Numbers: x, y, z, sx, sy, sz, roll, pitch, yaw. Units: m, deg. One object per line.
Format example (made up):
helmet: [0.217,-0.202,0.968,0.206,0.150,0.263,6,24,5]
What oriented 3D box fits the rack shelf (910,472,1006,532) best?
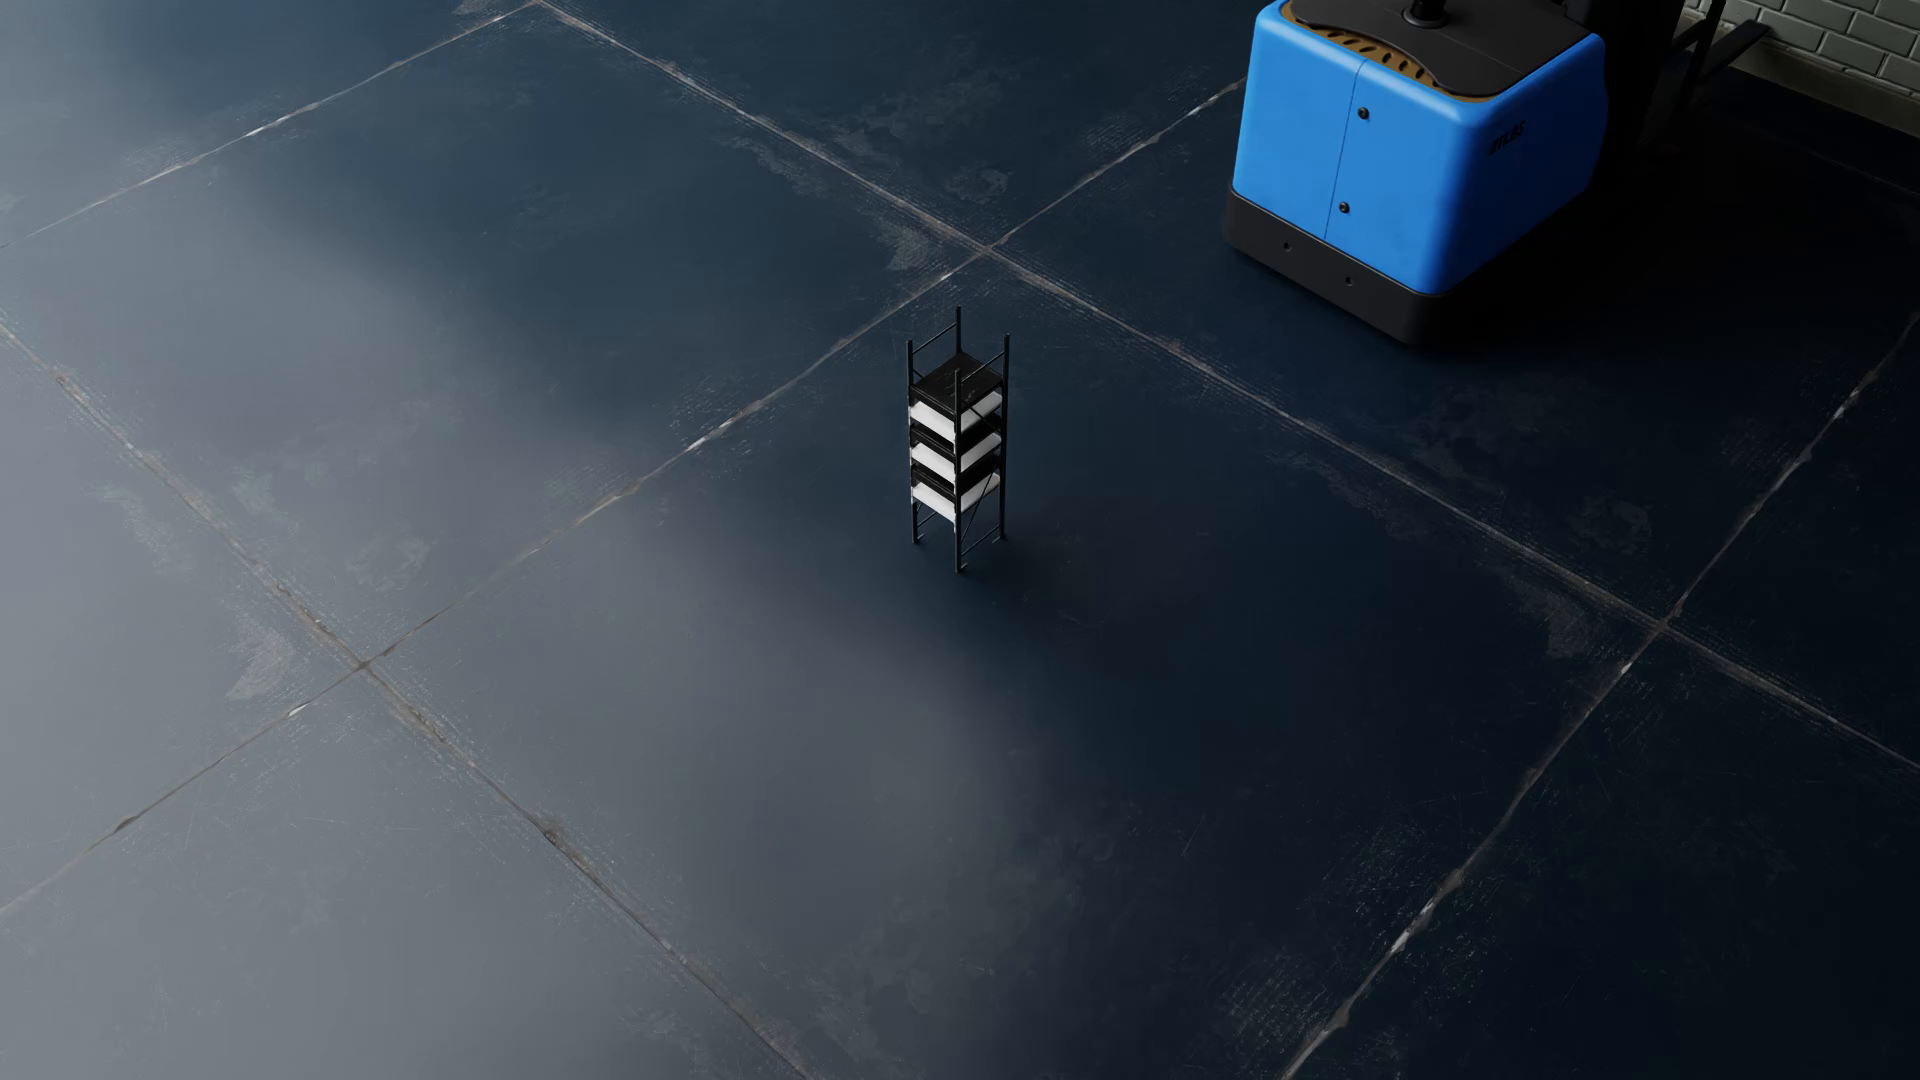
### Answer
rack shelf: [-0.006,-0.166,5.581,0.200,0.077,0.258,34,55,28]

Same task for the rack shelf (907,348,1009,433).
rack shelf: [-0.006,-0.474,5.253,0.200,0.077,0.258,34,55,28]

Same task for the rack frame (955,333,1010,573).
rack frame: [0.069,-0.262,5.379,0.006,0.900,0.240,34,55,28]

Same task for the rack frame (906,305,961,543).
rack frame: [-0.081,-0.362,5.473,0.006,0.900,0.240,34,55,28]

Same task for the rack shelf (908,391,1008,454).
rack shelf: [-0.006,-0.412,5.319,0.200,0.077,0.258,34,55,28]

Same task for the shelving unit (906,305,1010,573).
shelving unit: [-0.006,-0.312,5.426,0.210,0.900,0.258,34,55,28]

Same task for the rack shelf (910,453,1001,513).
rack shelf: [-0.006,-0.228,5.516,0.200,0.077,0.258,34,55,28]

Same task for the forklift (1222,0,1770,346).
forklift: [2.487,-2.699,6.274,3.031,2.935,1.130,-35,56,-28]

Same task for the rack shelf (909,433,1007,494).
rack shelf: [-0.006,-0.289,5.450,0.200,0.077,0.258,34,55,28]

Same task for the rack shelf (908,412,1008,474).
rack shelf: [-0.006,-0.351,5.384,0.200,0.077,0.258,34,55,28]
